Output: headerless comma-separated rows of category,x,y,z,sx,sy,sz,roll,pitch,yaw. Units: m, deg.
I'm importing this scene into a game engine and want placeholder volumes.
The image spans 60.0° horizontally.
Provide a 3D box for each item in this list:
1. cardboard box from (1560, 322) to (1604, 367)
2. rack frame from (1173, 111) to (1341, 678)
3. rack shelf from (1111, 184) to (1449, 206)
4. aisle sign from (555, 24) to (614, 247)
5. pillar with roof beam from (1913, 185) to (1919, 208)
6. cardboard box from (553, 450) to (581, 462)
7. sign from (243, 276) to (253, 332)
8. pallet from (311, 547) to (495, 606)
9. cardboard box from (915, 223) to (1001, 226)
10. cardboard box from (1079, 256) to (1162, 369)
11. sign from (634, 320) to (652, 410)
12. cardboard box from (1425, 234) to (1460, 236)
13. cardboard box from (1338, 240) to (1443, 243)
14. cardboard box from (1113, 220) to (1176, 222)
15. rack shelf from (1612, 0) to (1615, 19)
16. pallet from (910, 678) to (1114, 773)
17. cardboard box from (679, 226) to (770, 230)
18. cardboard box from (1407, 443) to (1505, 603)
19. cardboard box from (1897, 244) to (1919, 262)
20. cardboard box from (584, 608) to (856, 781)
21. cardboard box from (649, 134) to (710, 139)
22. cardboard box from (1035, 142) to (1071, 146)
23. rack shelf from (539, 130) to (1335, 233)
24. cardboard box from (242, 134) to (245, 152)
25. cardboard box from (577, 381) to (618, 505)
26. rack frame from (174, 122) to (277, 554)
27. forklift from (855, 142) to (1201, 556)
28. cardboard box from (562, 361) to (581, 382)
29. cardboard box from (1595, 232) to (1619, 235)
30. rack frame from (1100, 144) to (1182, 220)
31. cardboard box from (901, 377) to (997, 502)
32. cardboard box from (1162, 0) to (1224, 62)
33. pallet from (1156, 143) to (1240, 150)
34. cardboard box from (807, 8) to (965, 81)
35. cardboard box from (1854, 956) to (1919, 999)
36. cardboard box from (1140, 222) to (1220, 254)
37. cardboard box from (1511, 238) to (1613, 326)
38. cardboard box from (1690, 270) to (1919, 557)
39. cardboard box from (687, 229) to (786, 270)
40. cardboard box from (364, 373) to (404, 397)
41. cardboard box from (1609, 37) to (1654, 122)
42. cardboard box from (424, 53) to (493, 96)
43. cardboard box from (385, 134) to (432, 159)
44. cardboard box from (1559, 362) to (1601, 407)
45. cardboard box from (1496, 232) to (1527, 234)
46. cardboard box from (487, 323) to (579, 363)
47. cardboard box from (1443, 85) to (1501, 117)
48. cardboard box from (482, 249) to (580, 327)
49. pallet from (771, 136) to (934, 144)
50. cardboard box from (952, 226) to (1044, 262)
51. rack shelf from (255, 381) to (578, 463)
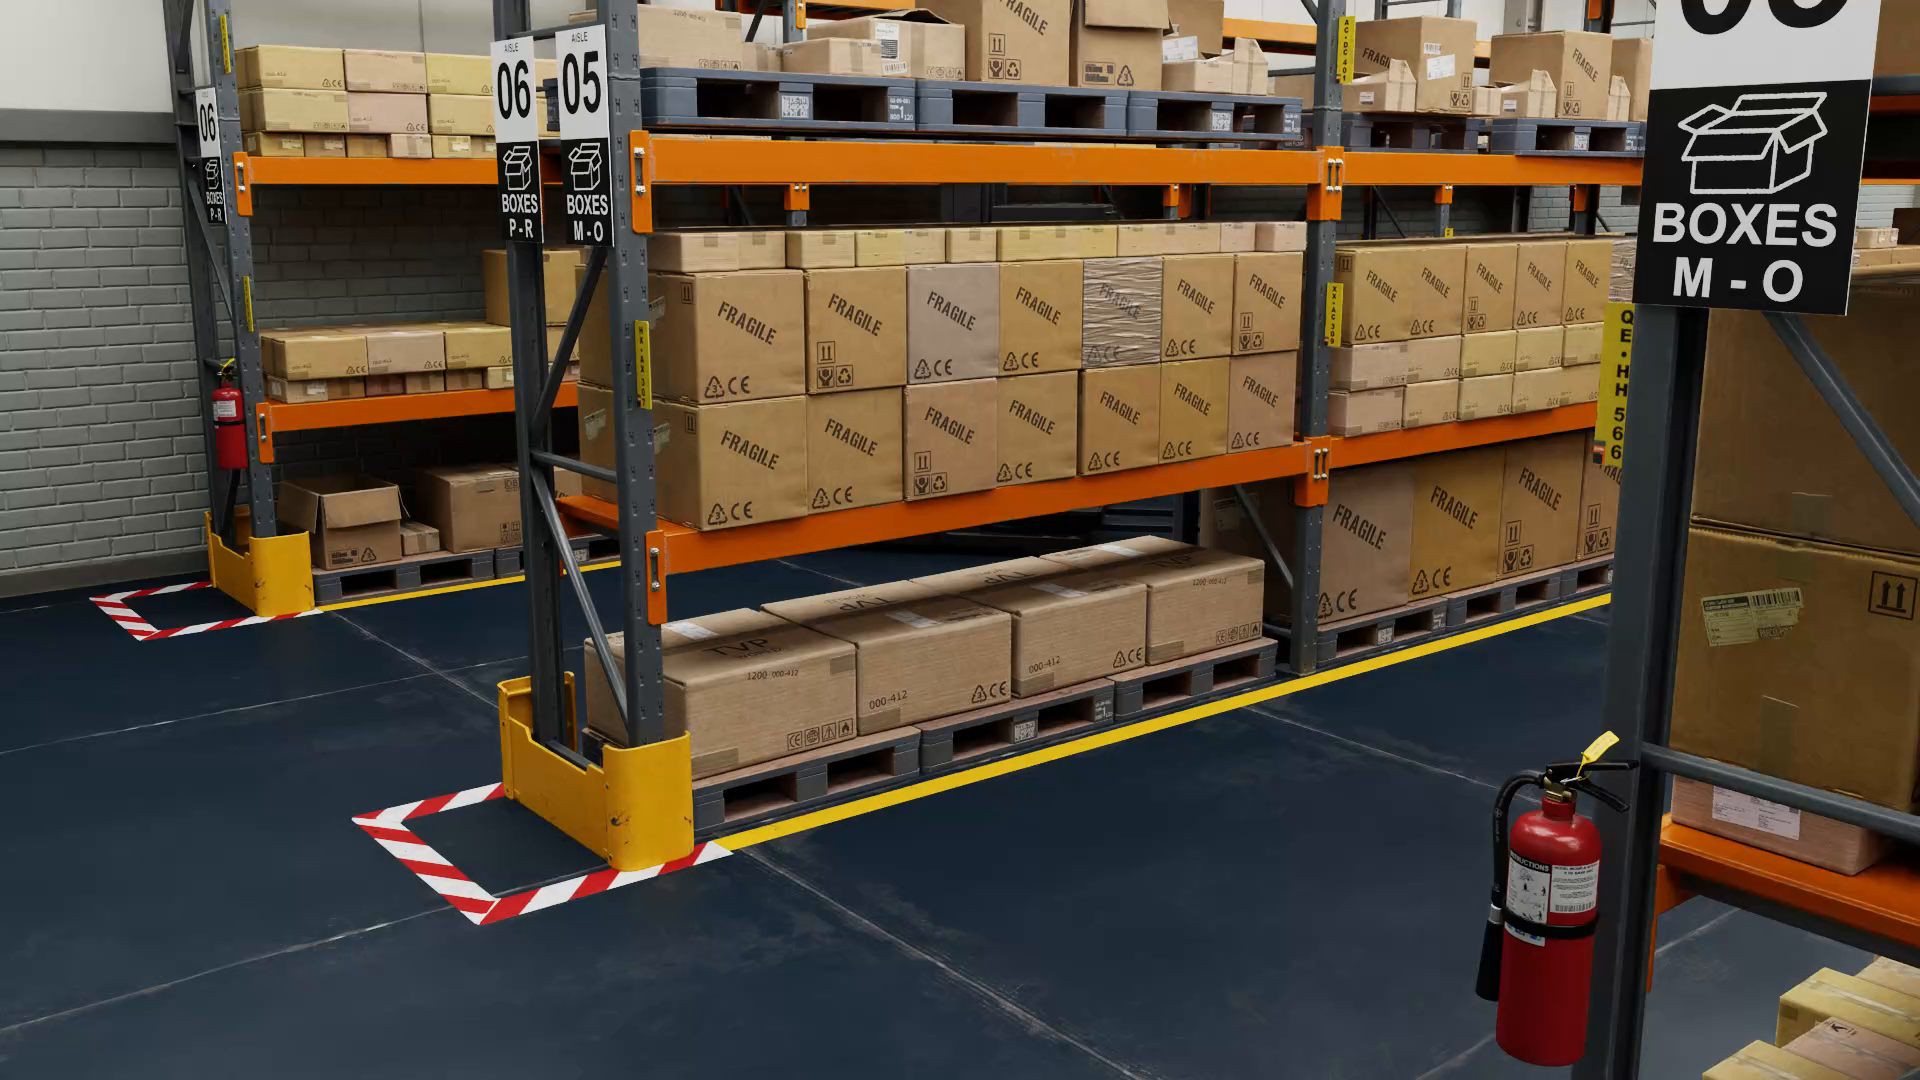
cardboard box,3.717,-1.250,10.453,0.500,0.250,0.500,-10,16,-39
rack frame,1.598,-0.801,9.180,0.127,3.000,1.000,-9,15,-38
rack shelf,3.179,-3.500,16.398,4.000,0.370,1.077,-9,15,-38
aisle sign,-1.400,-1.497,6.200,0.004,0.787,0.394,-9,15,-38
pillar with roof beam,18.818,-7.012,23.986,0.400,9.000,9.100,-9,15,-38
cardboard box,-2.590,-0.373,12.169,0.500,0.500,0.700,-10,16,-40
sign,-4.290,-1.422,10.020,0.005,0.325,0.100,-9,15,-38
pallet,-3.948,0.164,11.349,1.213,0.211,1.003,-9,15,-38
cardboard box,-0.012,-1.463,8.087,0.250,0.149,0.380,-9,15,-37
cardboard box,0.609,-1.101,7.944,0.500,0.500,0.500,-9,15,-37
sign,-1.183,-0.653,6.210,0.005,0.325,0.100,-9,15,-38
cardboard box,5.378,-3.351,18.669,0.250,0.149,0.380,-10,15,-39
cardboard box,2.598,-1.569,10.147,0.500,0.500,0.500,-9,15,-36
cardboard box,0.999,-1.622,8.835,0.250,0.149,0.380,-9,15,-37
rack shelf,6.283,-3.967,12.339,4.000,0.370,1.077,-9,15,-38
pallet,0.002,0.808,8.315,1.213,0.211,1.003,-9,15,-38
cardboard box,-1.038,-1.300,7.322,0.250,0.149,0.380,-10,15,-38
cardboard box,2.733,-0.179,10.355,0.875,0.875,0.875,-9,15,-36
cardboard box,7.628,-2.142,13.526,0.500,0.500,0.500,-10,15,-39
cardboard box,-1.072,0.664,7.438,0.875,0.438,0.875,-10,16,-40
cardboard box,-2.125,-2.973,11.830,0.500,0.250,0.500,-10,16,-40
cardboard box,0.586,-3.282,14.004,0.500,0.250,0.500,-9,15,-38
rack shelf,0.036,-1.657,7.721,4.000,0.370,1.077,-9,15,-38
cardboard box,-4.524,-2.510,10.611,0.250,0.149,0.380,-9,15,-36
cardboard box,-1.314,-0.436,7.222,0.500,0.500,0.500,-9,15,-37
rack frame,-4.629,-1.087,10.524,0.127,3.000,1.000,-9,15,-38
forklift,0.617,-1.413,12.229,3.031,2.935,1.130,2,12,9
cardboard box,-2.813,-1.203,11.678,0.250,0.149,0.380,-9,15,-38
cardboard box,7.543,-3.557,19.639,0.250,0.149,0.380,-9,15,-38
rack frame,1.618,-2.125,15.413,0.127,3.000,1.000,-9,15,-38
cardboard box,-0.185,-0.480,7.426,0.500,0.500,0.500,-10,15,-38
cardboard box,1.008,-2.529,8.605,0.500,0.500,0.500,-9,15,-37
pallet,2.092,-3.602,15.604,1.003,0.211,1.213,-9,15,-35
cardboard box,-0.325,-2.146,7.256,0.500,0.311,0.500,-9,15,-37
cardboard box,2.498,1.195,4.199,0.250,0.149,0.380,-10,16,-40
cardboard box,1.082,-1.517,8.344,0.250,0.149,0.380,-9,15,-38
cardboard box,3.694,-1.617,10.376,0.500,0.500,0.500,-9,15,-38
cardboard box,1.848,-0.276,3.341,0.500,0.500,0.500,-10,15,-39
cardboard box,-0.915,-1.184,6.774,0.250,0.149,0.380,-9,15,-36
cardboard box,-3.848,-1.042,10.920,0.250,0.149,0.380,-10,15,-38
cardboard box,4.067,-2.882,10.508,0.500,0.500,0.700,-10,16,-40
cardboard box,-3.333,-3.018,10.839,0.500,0.250,0.500,-10,15,-39
cardboard box,-3.577,-2.519,10.654,0.250,0.149,0.380,-9,15,-36
cardboard box,3.696,-1.007,10.513,0.500,0.250,0.500,-10,15,-38
cardboard box,6.387,-3.514,19.440,0.250,0.149,0.380,-10,15,-39
cardboard box,-2.933,-1.376,11.530,0.500,0.250,0.500,-10,16,-39
cardboard box,2.805,-2.467,9.355,0.250,0.166,0.380,-11,16,-41
cardboard box,-2.935,-1.735,11.420,0.500,0.500,0.500,-9,15,-36
pallet,-0.953,-3.054,13.022,1.003,0.211,1.213,-9,15,-38
cardboard box,0.162,-1.333,7.475,0.250,0.149,0.380,-10,16,-39
rack shelf,-3.067,-0.994,11.821,4.000,0.370,1.077,-9,15,-38
